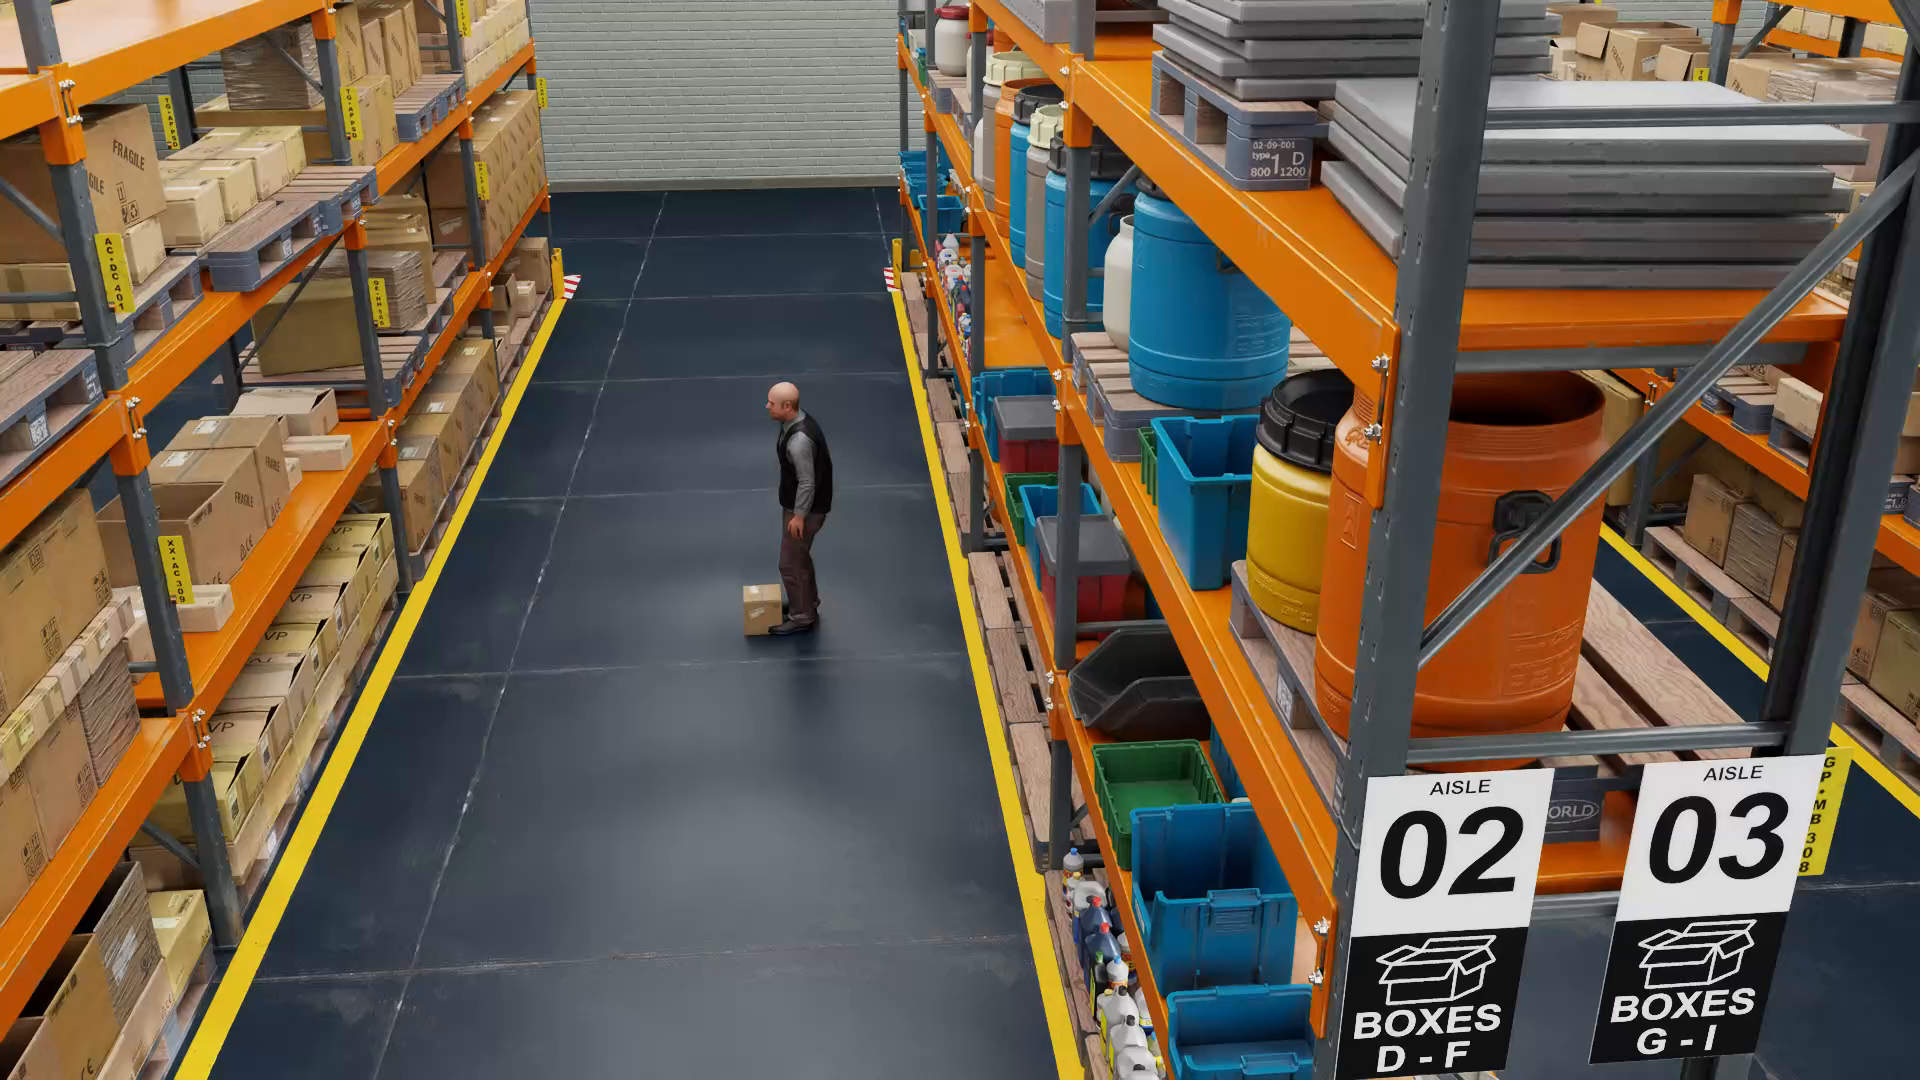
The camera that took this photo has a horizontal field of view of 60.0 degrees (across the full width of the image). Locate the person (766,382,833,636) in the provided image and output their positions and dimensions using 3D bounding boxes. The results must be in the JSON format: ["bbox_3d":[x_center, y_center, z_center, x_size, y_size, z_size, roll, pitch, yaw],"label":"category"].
[{"bbox_3d":[-1.066,-0.218,10.882,0.475,1.720,0.589,-4,24,-8],"label":"person"}]
